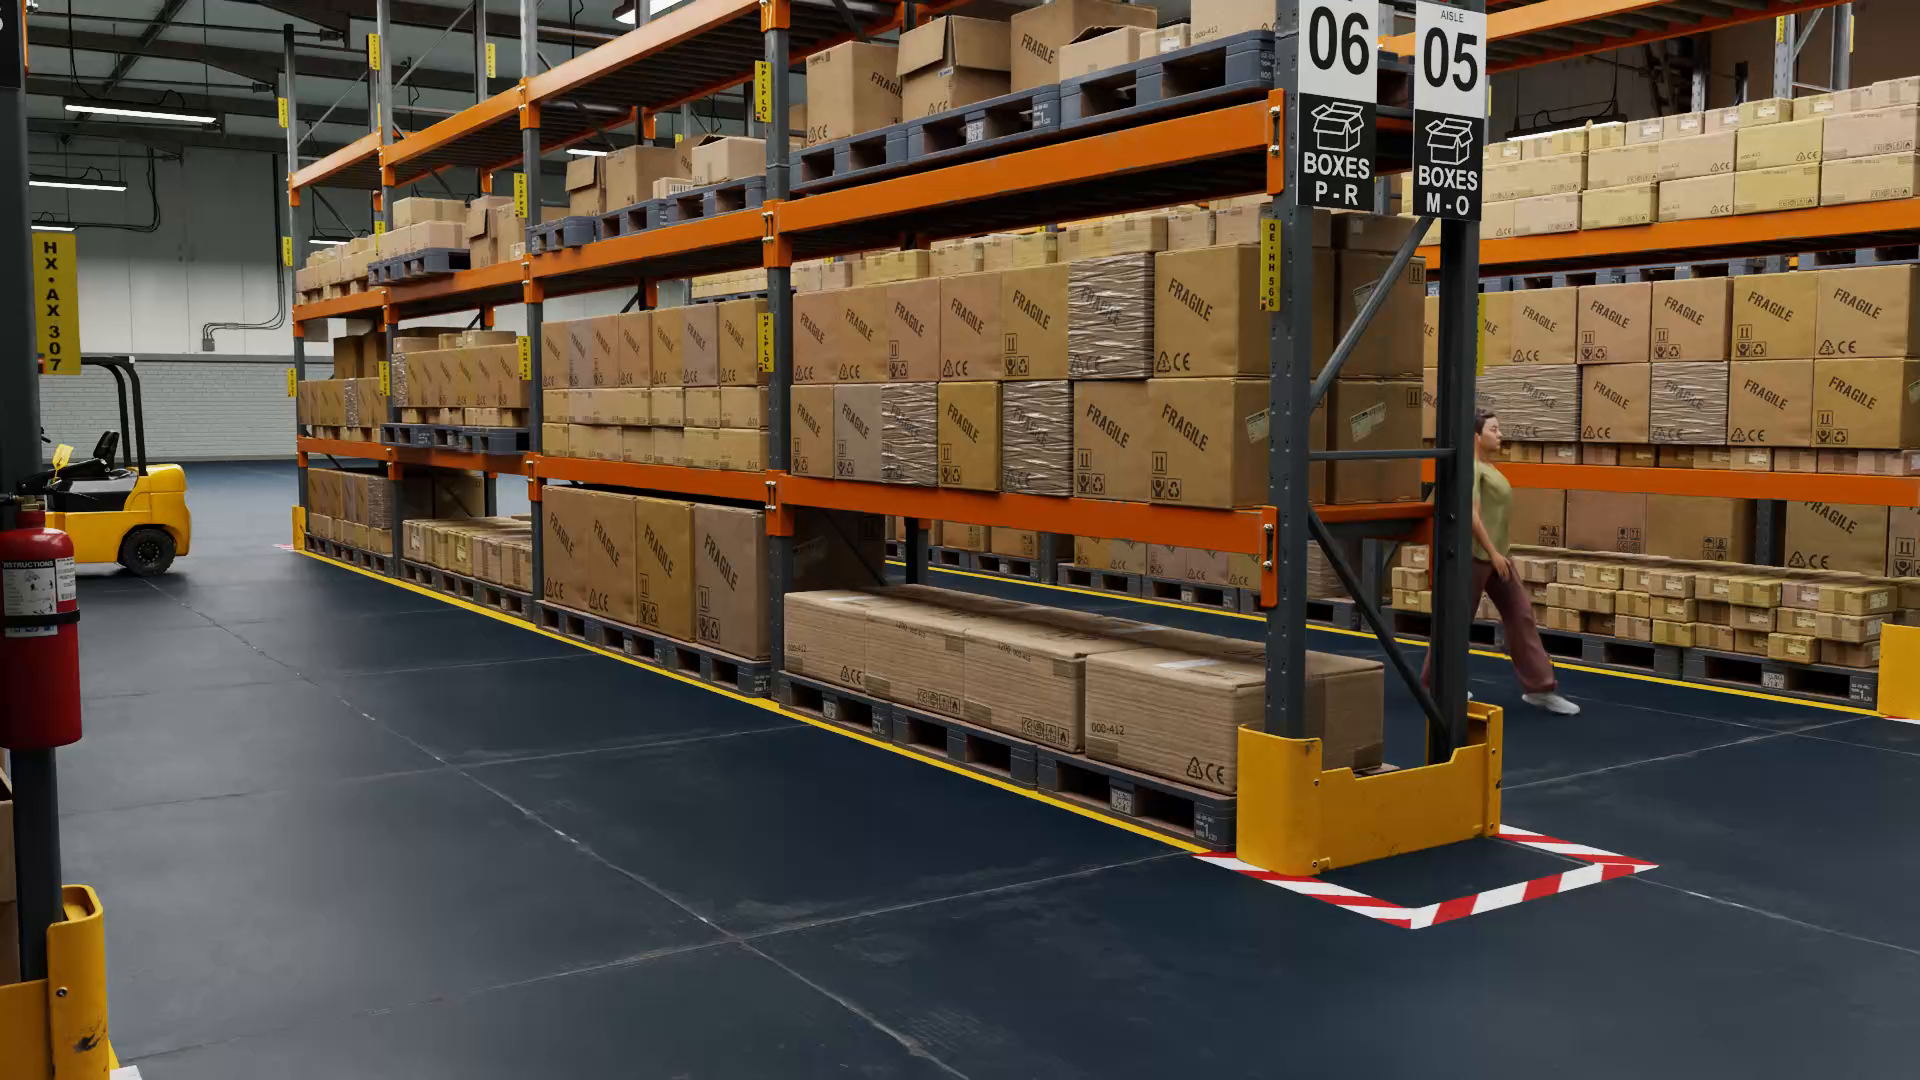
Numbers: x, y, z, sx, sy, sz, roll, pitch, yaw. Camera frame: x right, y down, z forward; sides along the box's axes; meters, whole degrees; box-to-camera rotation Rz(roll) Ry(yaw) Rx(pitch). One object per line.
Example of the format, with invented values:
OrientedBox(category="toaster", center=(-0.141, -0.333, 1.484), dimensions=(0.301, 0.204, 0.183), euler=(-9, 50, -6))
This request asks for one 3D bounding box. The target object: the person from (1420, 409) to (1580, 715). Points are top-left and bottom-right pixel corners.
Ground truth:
OrientedBox(category="person", center=(2.952, 0.114, 9.139), dimensions=(0.853, 1.664, 0.478), euler=(3, 6, 35))
